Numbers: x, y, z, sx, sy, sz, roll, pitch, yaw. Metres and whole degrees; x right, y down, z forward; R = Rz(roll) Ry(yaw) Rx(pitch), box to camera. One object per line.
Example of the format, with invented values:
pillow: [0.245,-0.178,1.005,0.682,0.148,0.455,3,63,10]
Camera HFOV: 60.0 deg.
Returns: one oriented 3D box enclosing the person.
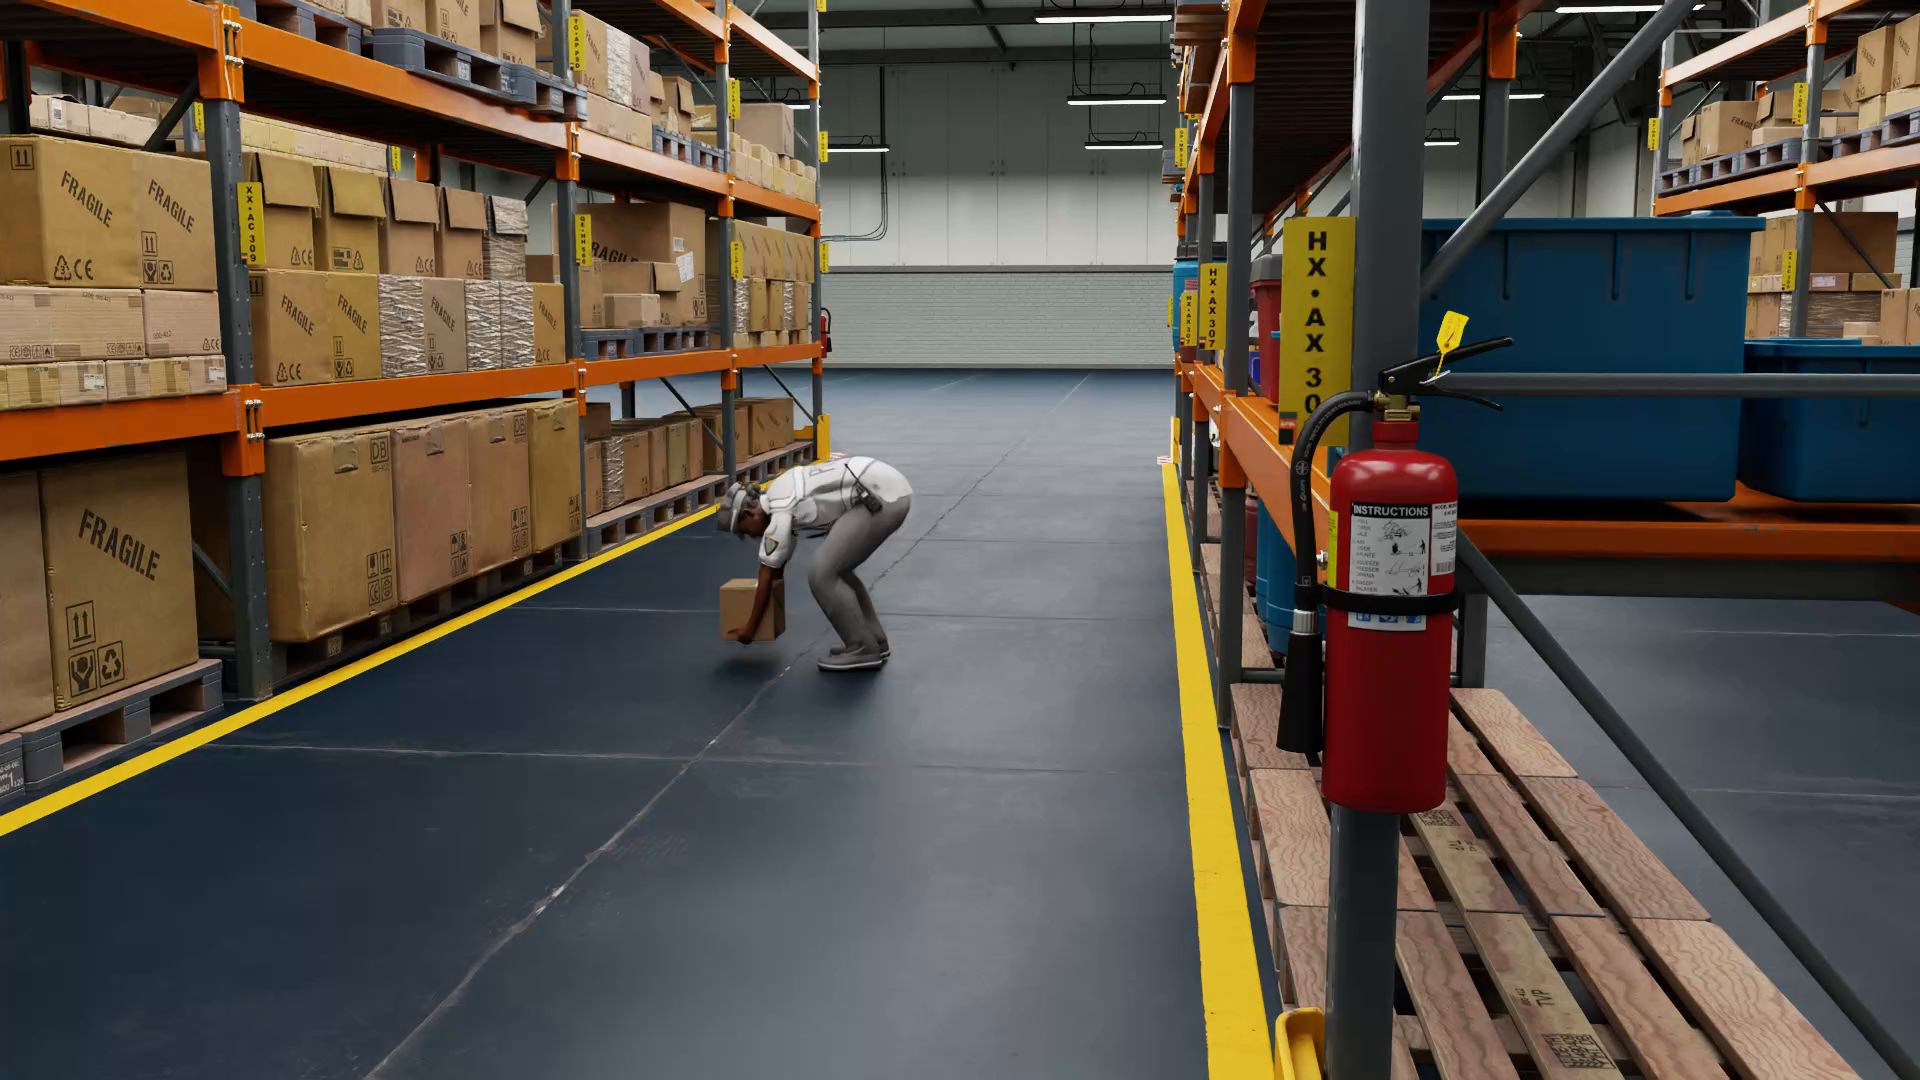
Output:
person: [-0.673,0.101,7.682,0.918,0.962,0.456,0,8,3]
